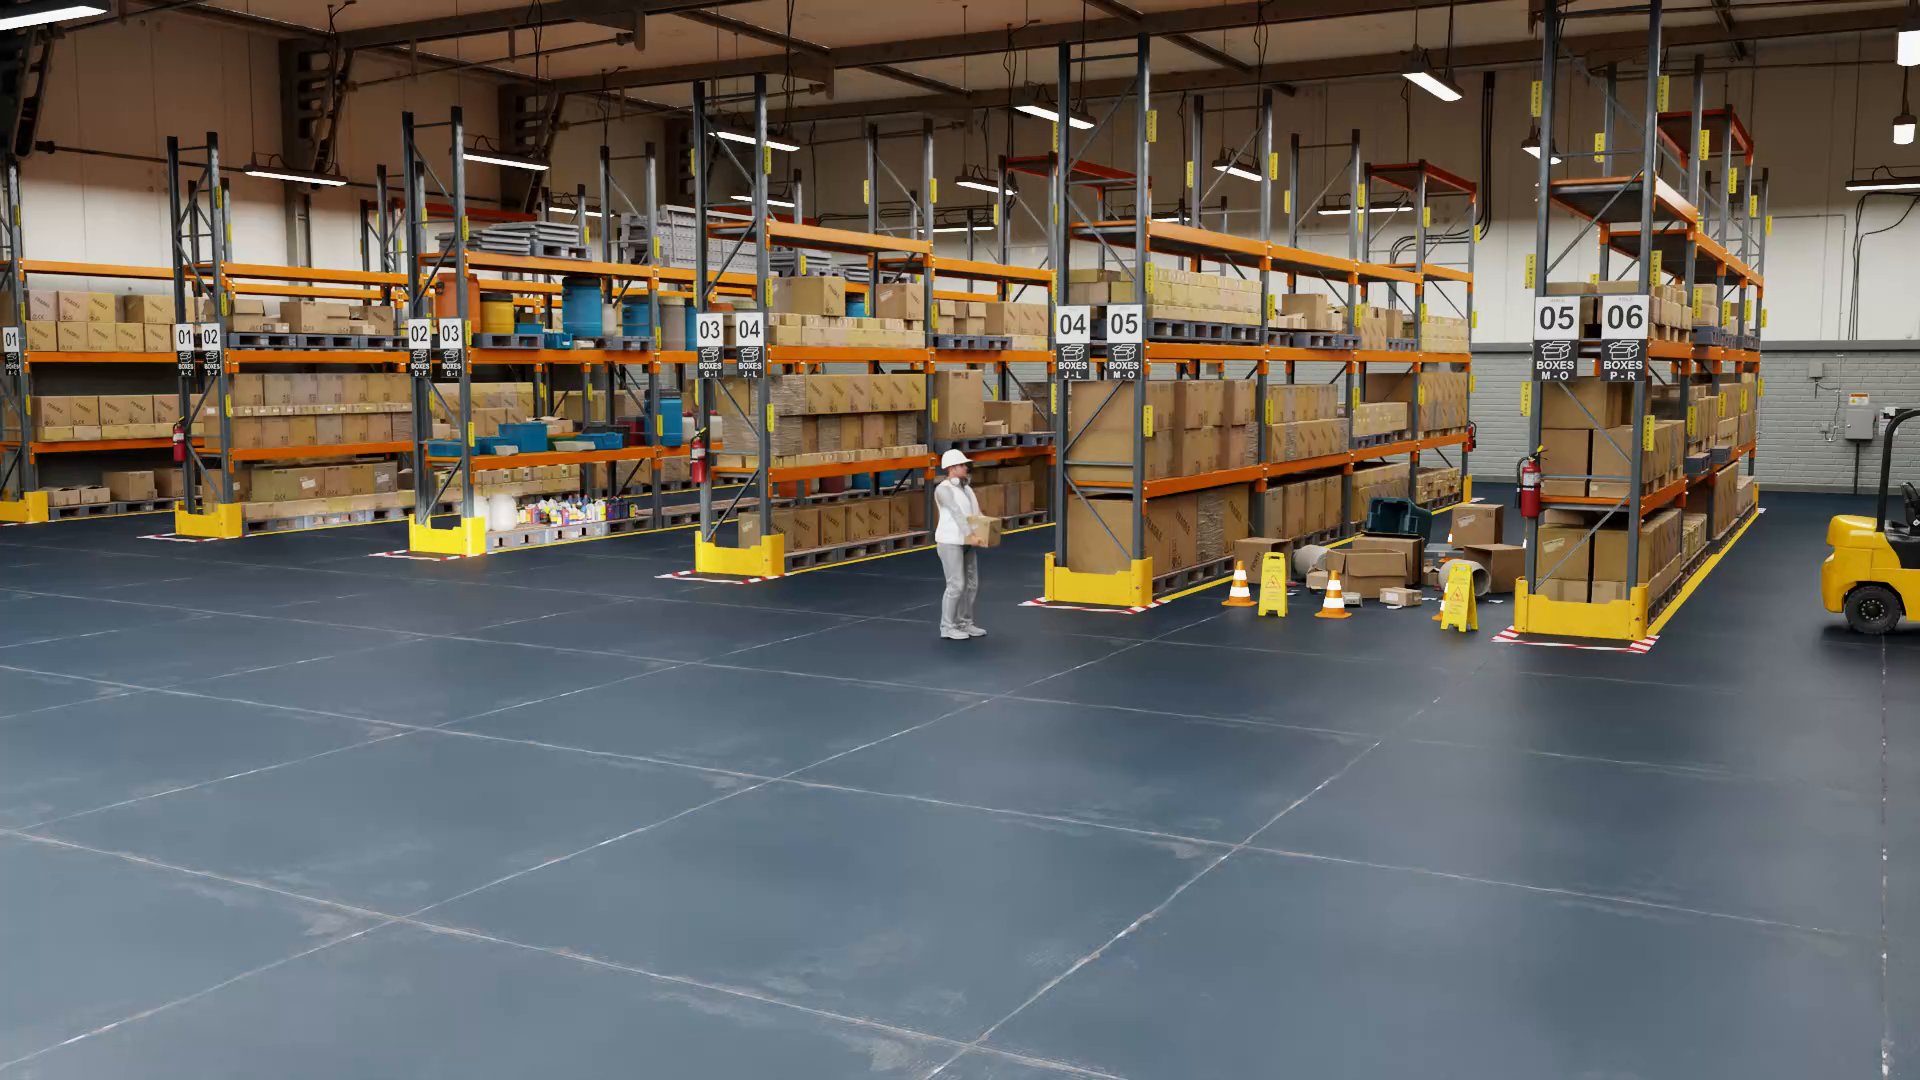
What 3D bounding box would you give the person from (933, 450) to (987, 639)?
[{"bbox_3d":[0.064,0.038,15.671,0.560,1.762,0.494,3,7,30],"label":"person"}]
